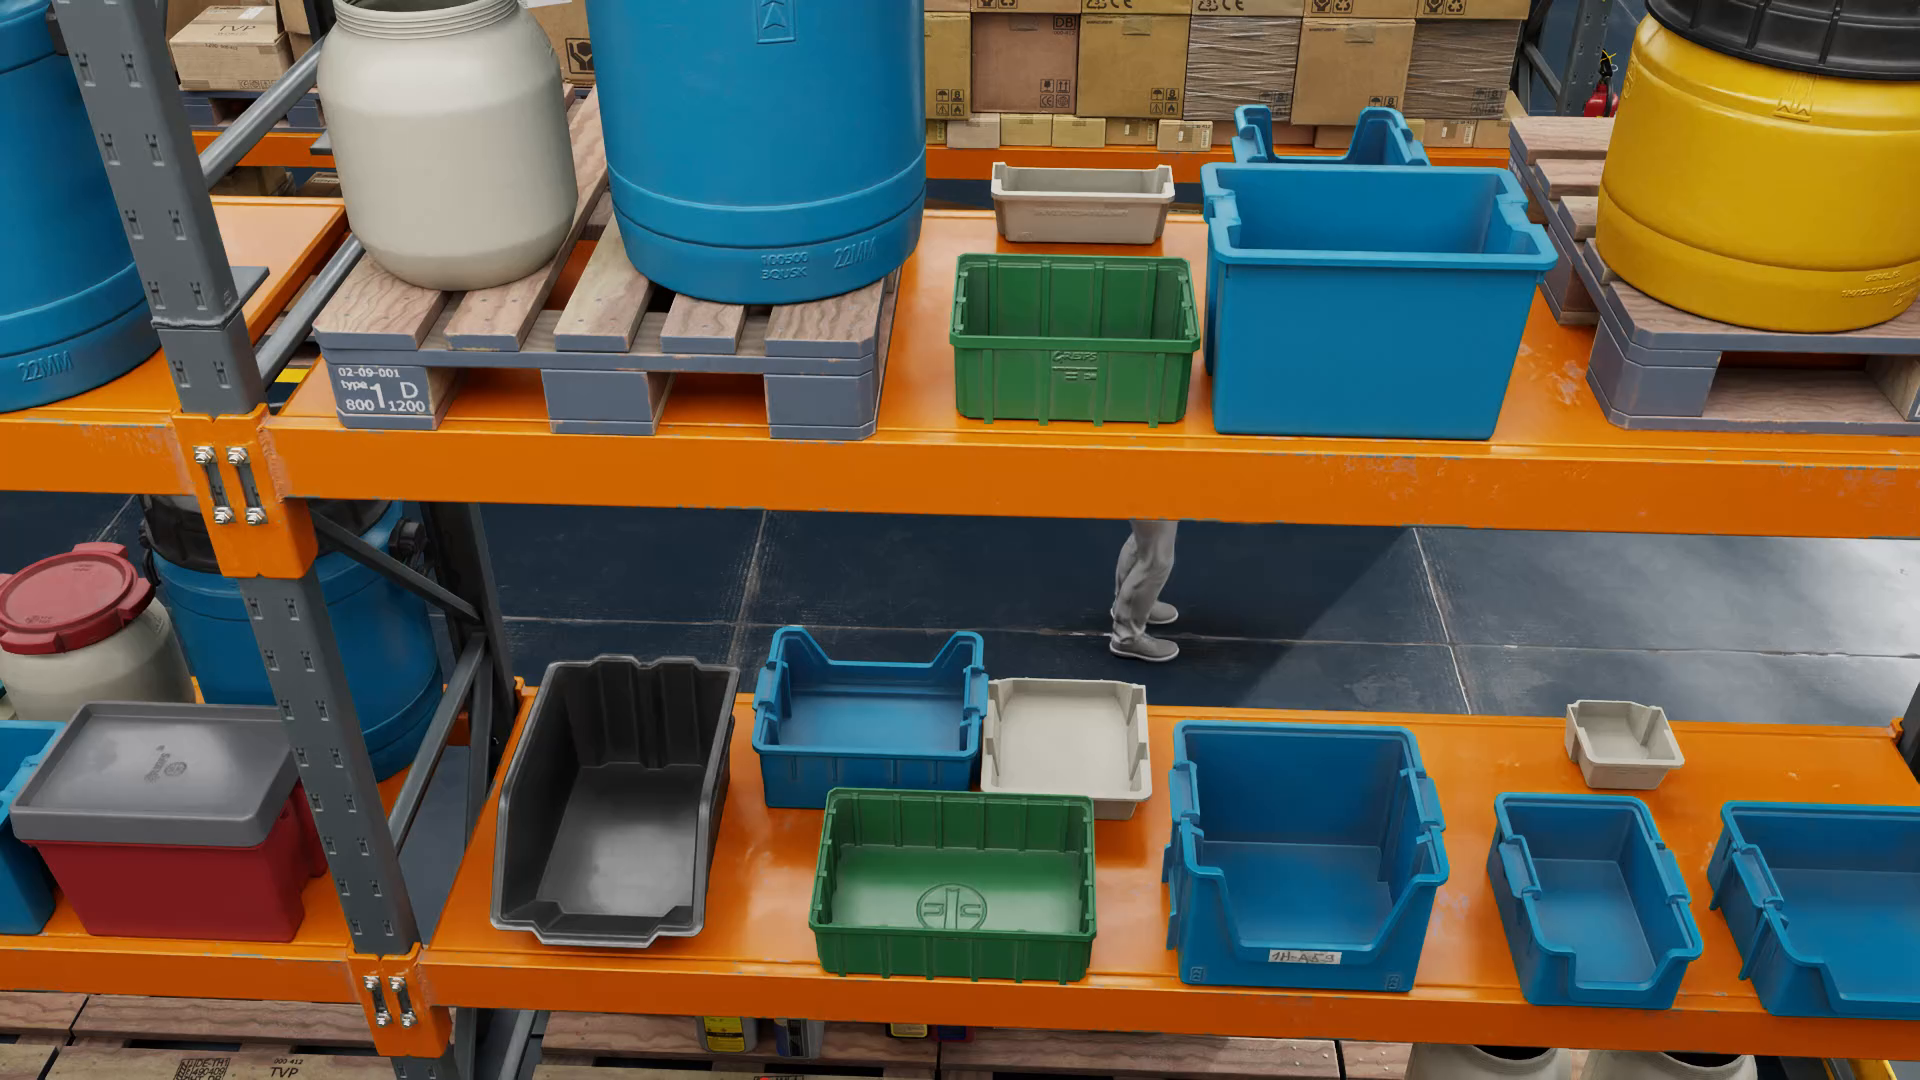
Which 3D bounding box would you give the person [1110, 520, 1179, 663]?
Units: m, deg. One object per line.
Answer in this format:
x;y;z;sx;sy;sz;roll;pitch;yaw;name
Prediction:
0.844;-0.277;6.536;0.541;1.665;0.416;1;36;1;person
